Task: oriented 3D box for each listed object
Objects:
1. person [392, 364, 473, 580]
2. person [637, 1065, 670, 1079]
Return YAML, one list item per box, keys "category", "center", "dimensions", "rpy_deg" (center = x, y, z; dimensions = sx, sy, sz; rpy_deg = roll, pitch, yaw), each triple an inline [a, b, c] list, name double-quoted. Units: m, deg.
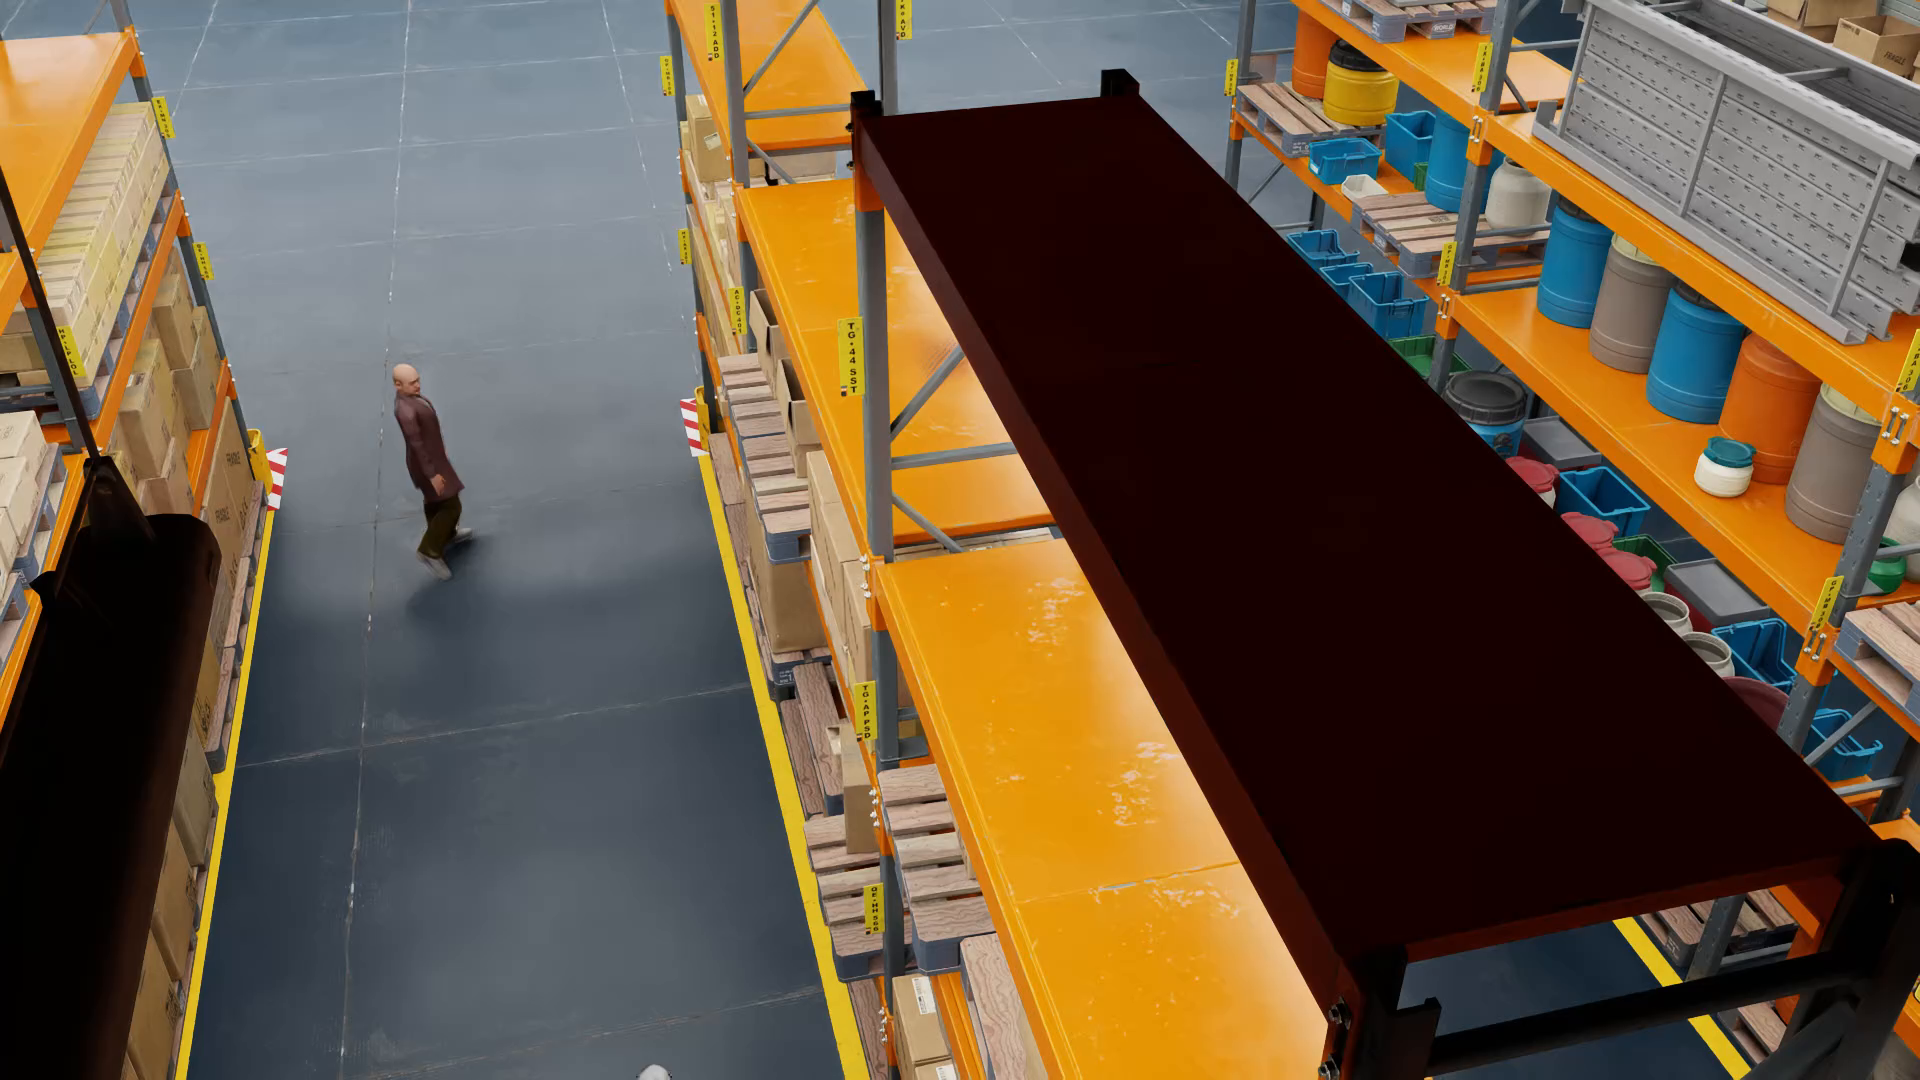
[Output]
- category: "person"
  center: [-4.278, -0.591, 13.381]
  dimensions: [0.535, 1.791, 0.673]
  rpy_deg: [-16, 37, -21]
- category: "person"
  center: [-1.373, 3.068, 7.882]
  dimensions: [0.552, 1.595, 0.958]
  rpy_deg: [-5, 35, -8]
